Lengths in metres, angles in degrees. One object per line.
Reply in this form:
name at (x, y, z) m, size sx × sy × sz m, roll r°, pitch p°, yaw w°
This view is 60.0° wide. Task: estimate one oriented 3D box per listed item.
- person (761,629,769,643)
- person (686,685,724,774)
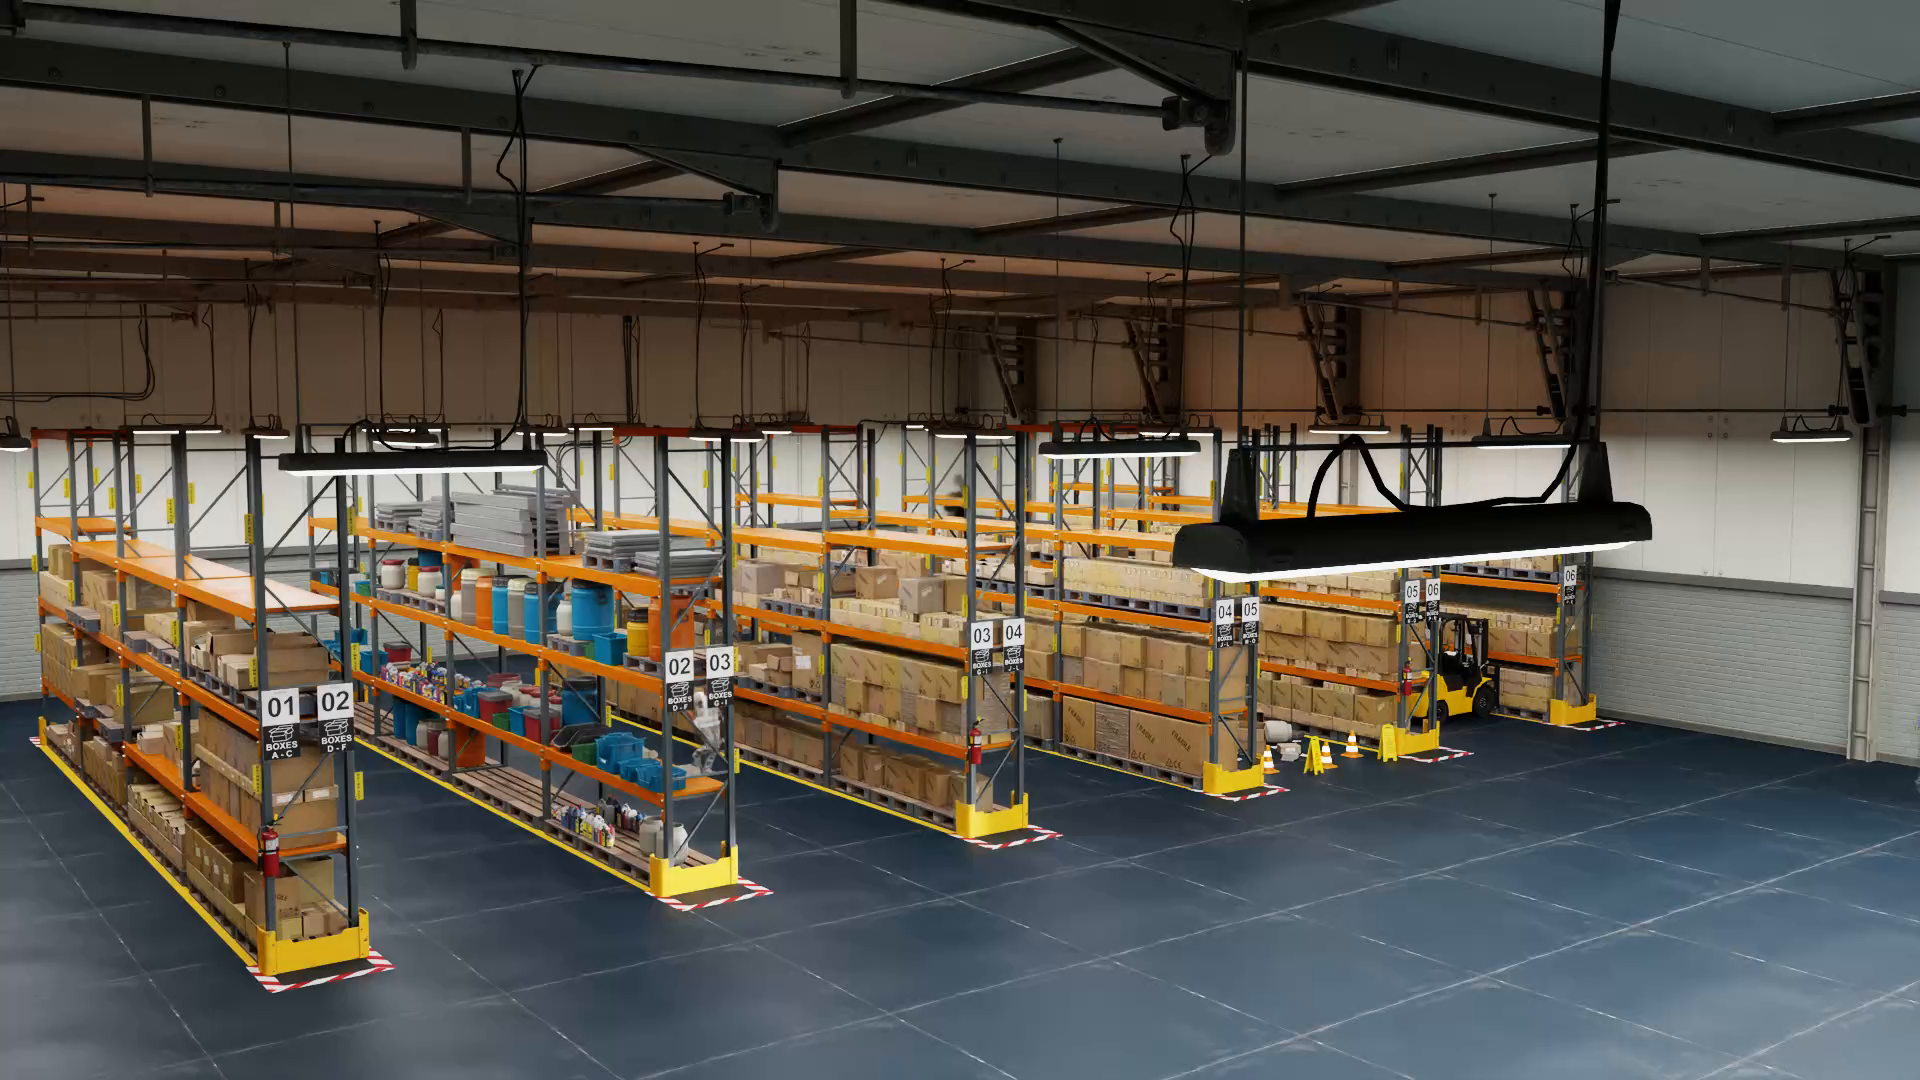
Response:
person at (-4.967, 1.901, 41.833) m, size 0.528 × 1.716 × 0.700 m, roll 1°, pitch 5°, yaw 7°
person at (-4.339, 3.209, 28.731) m, size 0.594 × 1.732 × 0.684 m, roll 4°, pitch 6°, yaw 39°
